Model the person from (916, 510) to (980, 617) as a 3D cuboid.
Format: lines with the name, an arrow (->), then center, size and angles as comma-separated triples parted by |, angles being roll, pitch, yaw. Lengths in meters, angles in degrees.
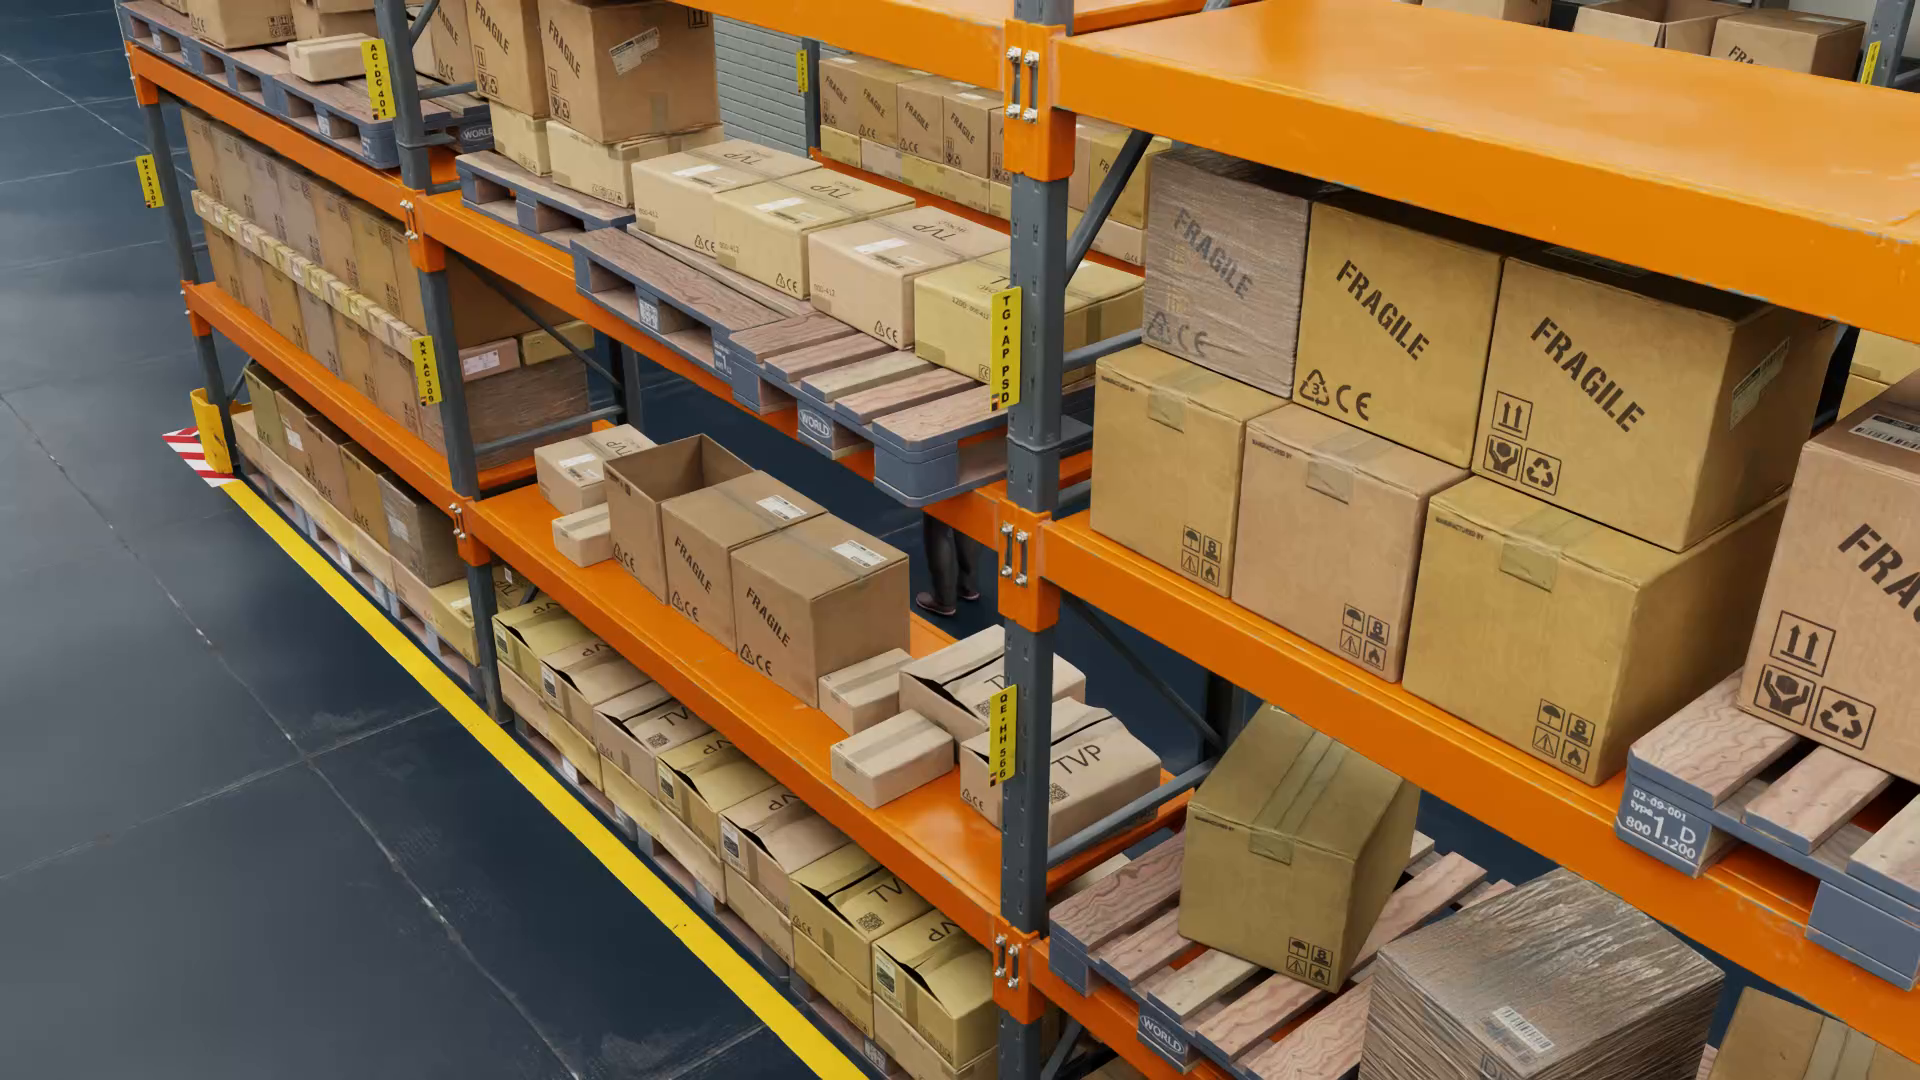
person -> -0.086, -0.385, 9.352 | 0.449, 1.655, 0.500 | -22, 35, -34
